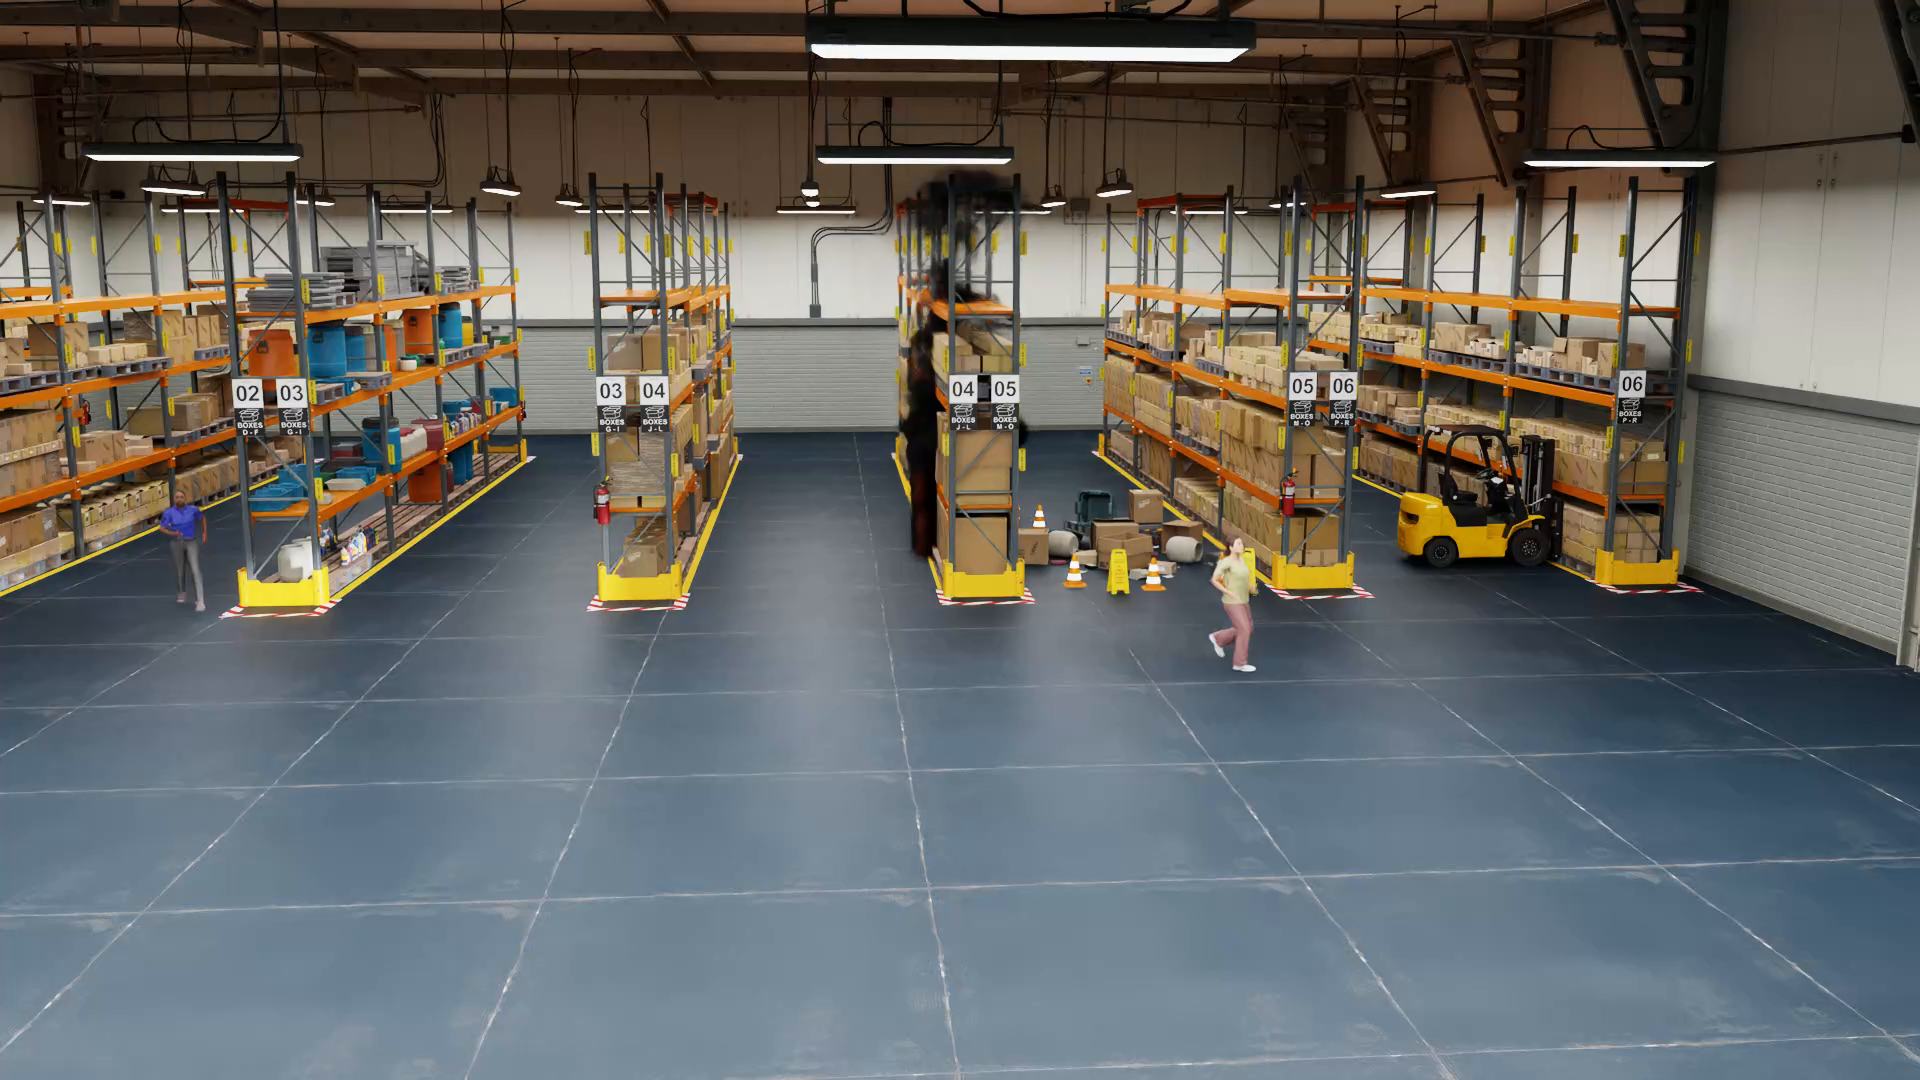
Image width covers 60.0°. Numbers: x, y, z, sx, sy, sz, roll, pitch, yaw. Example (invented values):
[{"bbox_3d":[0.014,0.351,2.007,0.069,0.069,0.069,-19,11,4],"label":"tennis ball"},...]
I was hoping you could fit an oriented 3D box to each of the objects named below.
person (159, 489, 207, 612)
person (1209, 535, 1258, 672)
[{"bbox_3d":[-10.835,0.130,23.244,0.611,1.723,0.776,-5,11,-27],"label":"person"},{"bbox_3d":[3.246,0.738,19.832,0.702,1.624,0.584,9,14,42],"label":"person"}]
